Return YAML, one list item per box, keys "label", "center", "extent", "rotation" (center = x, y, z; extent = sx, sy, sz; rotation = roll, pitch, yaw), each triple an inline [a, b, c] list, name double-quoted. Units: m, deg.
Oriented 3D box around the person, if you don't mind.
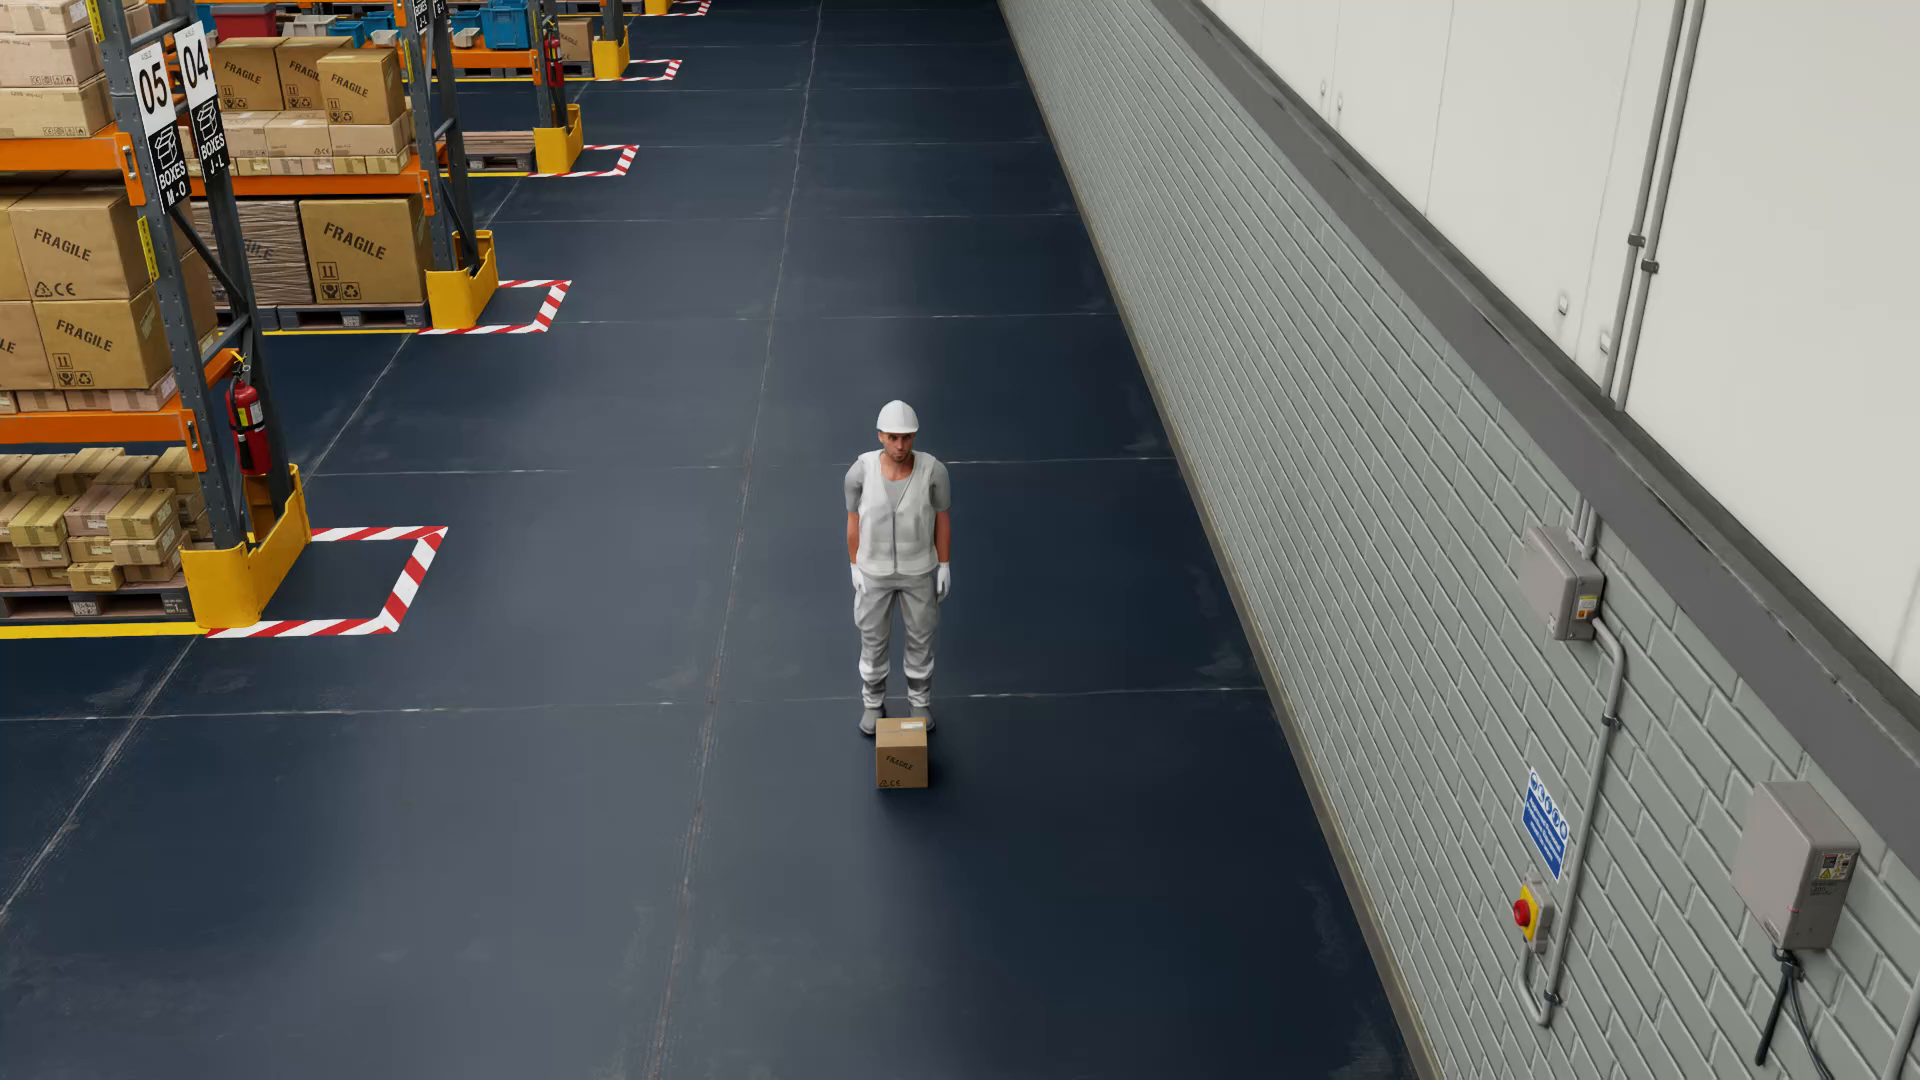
- label: "person"
  center: [-0.304, 0.146, 8.309]
  extent: [0.524, 1.788, 0.334]
  rotation: [-1, 27, -2]
